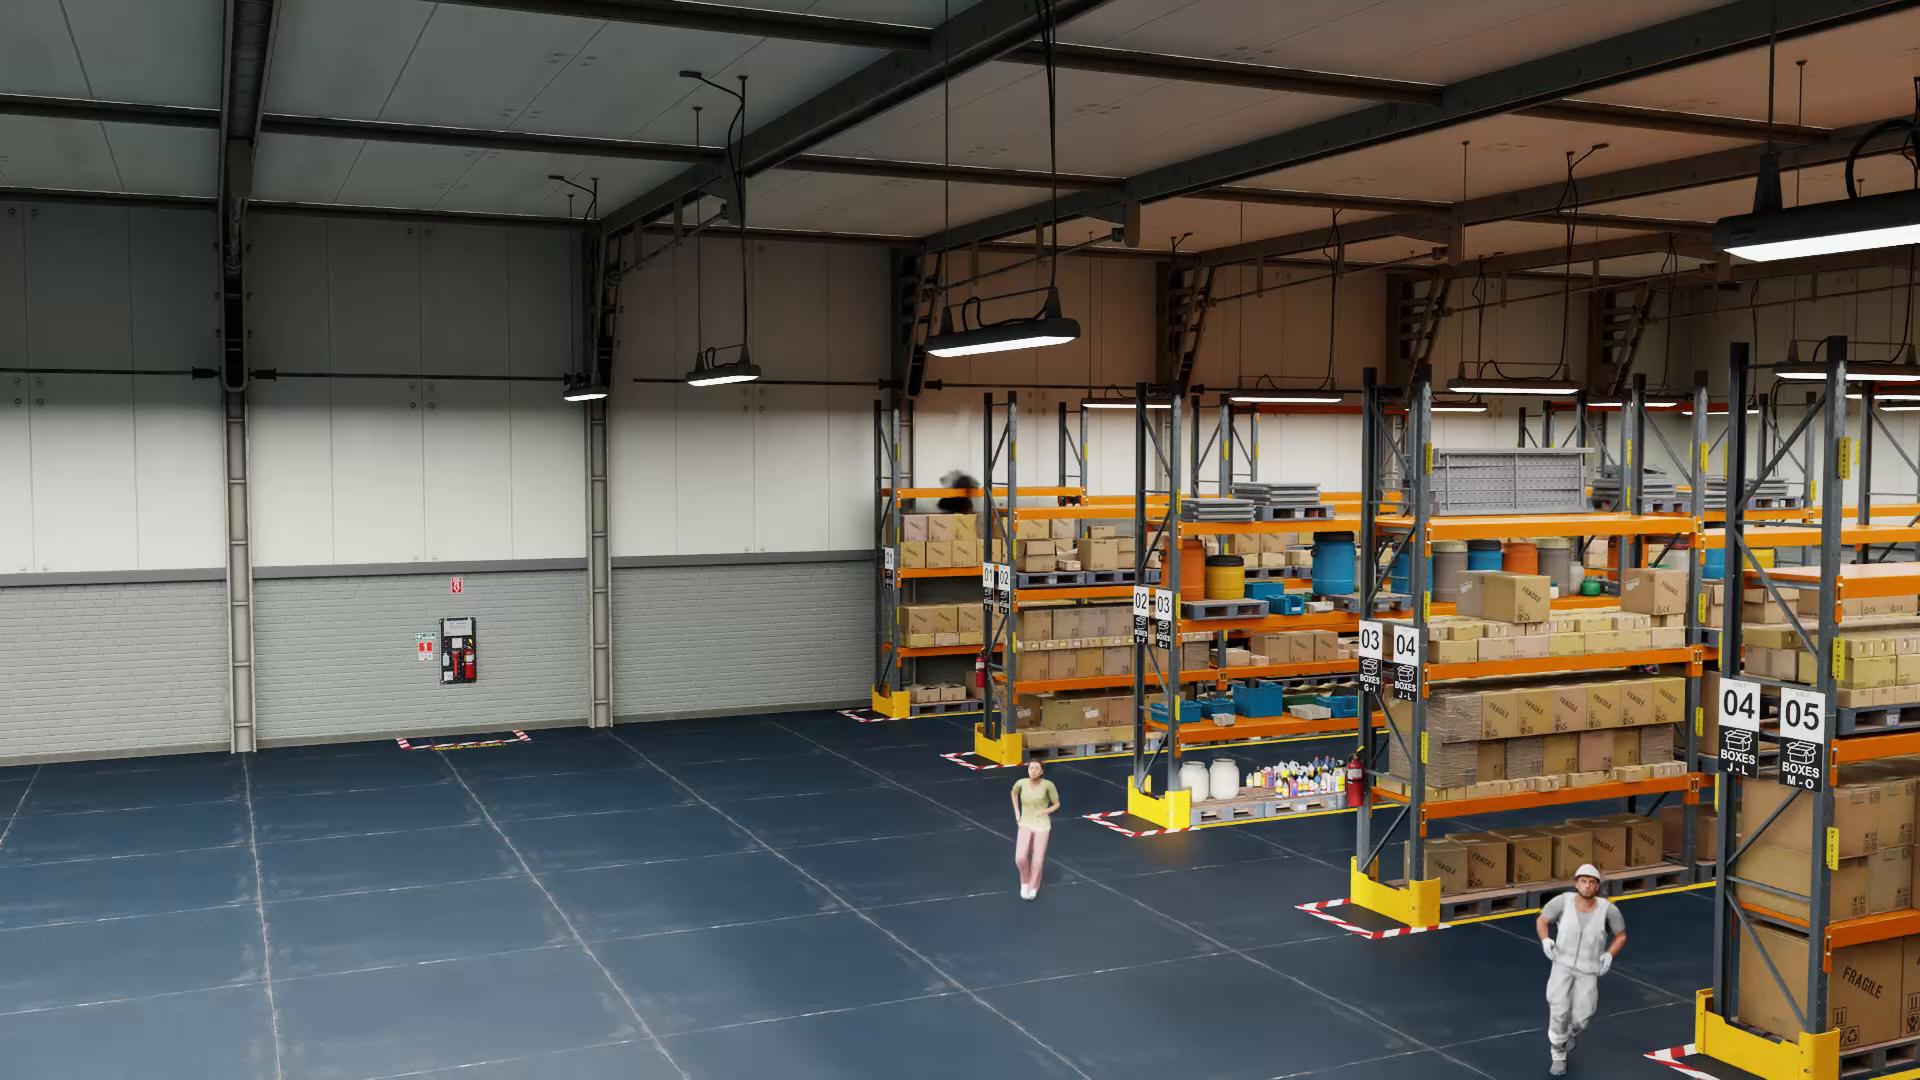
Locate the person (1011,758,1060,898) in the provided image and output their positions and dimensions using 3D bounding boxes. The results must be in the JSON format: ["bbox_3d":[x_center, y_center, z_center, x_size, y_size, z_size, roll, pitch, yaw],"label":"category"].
[{"bbox_3d":[0.839,3.249,18.694,0.576,1.618,0.635,1,3,9],"label":"person"}]

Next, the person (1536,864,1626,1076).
[{"bbox_3d":[5.096,3.510,13.693,0.692,1.731,0.651,1,4,24],"label":"person"}]
